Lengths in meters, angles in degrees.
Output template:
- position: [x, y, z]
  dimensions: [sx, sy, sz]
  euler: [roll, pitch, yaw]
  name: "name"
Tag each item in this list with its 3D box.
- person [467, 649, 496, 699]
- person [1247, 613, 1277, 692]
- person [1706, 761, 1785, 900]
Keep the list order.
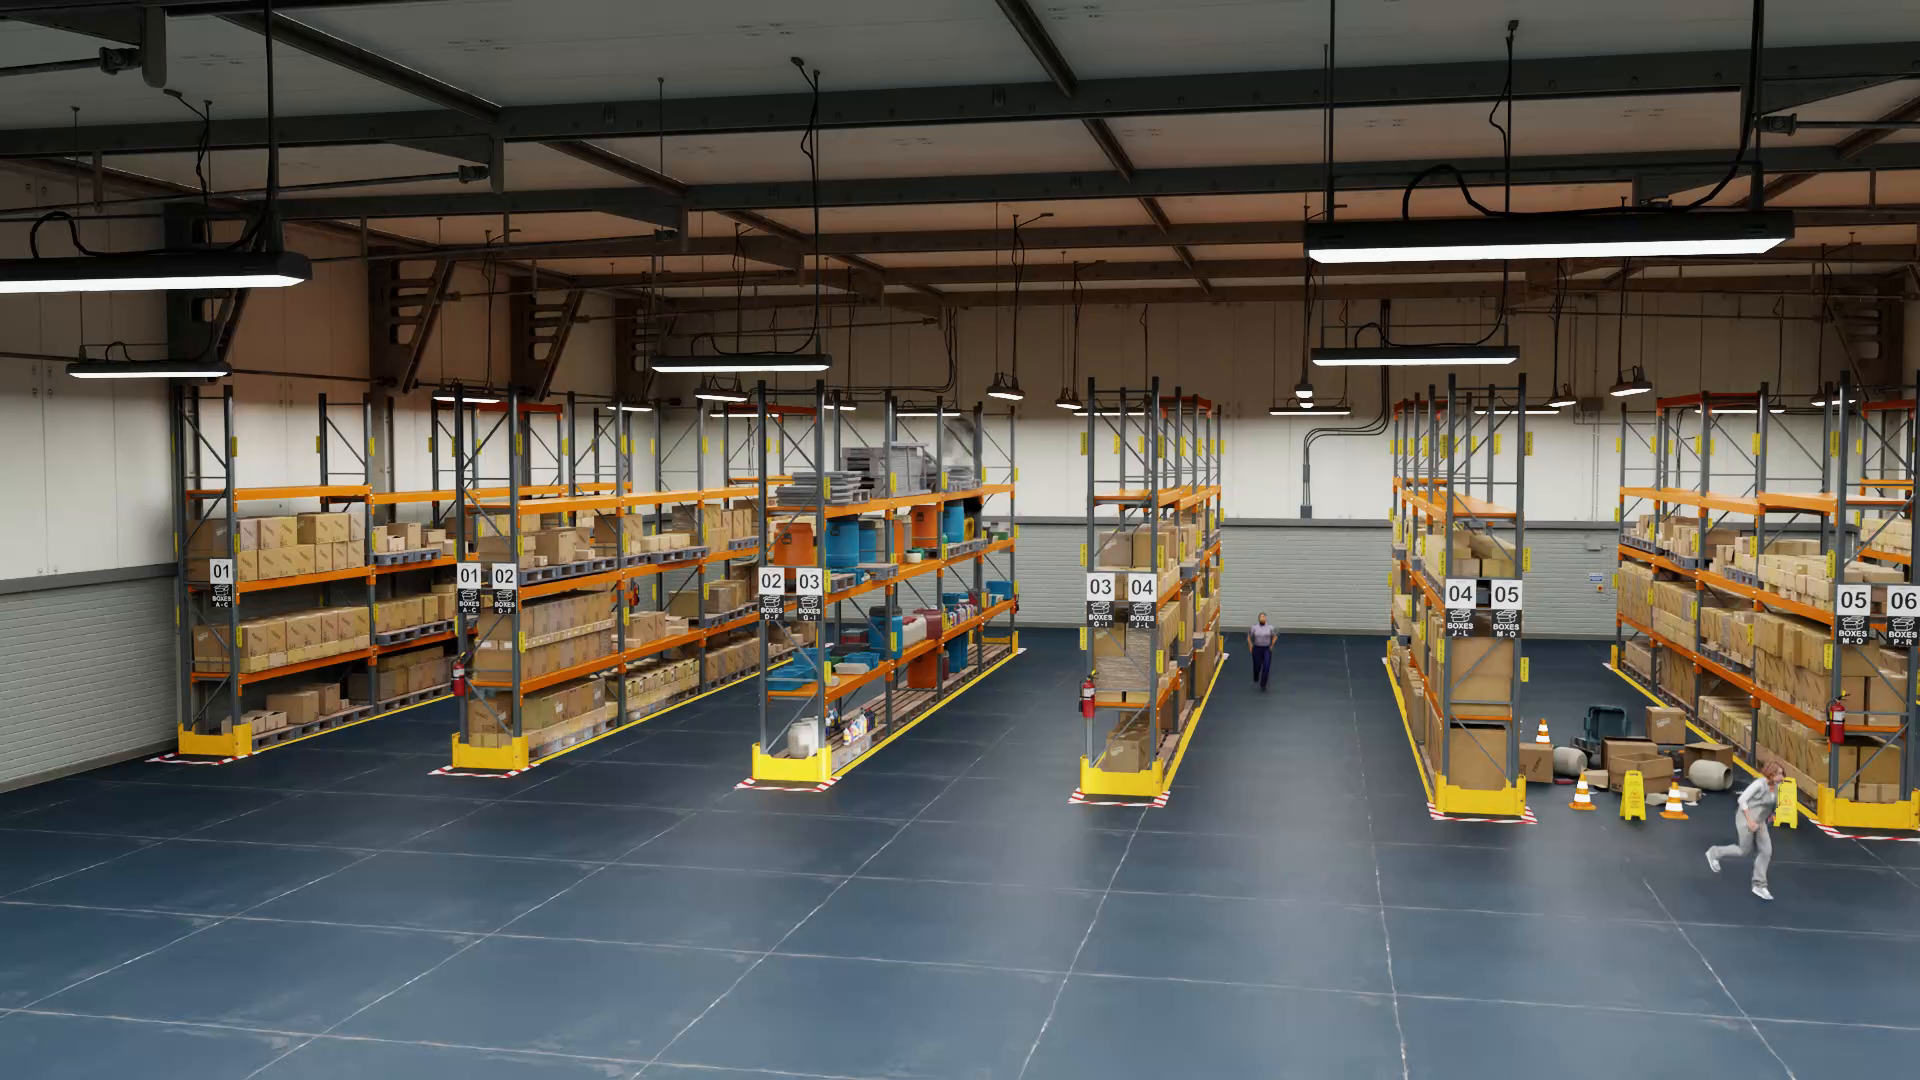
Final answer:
- position: [-8.553, 2.536, 29.772]
  dimensions: [0.739, 1.578, 0.893]
  euler: [-1, 3, -15]
  name: "person"
- position: [6.224, 2.296, 34.252]
  dimensions: [0.616, 1.612, 0.599]
  euler: [0, 3, 6]
  name: "person"
- position: [8.838, 3.210, 18.725]
  dimensions: [0.549, 1.548, 0.865]
  euler: [-2, 4, -37]
  name: "person"
